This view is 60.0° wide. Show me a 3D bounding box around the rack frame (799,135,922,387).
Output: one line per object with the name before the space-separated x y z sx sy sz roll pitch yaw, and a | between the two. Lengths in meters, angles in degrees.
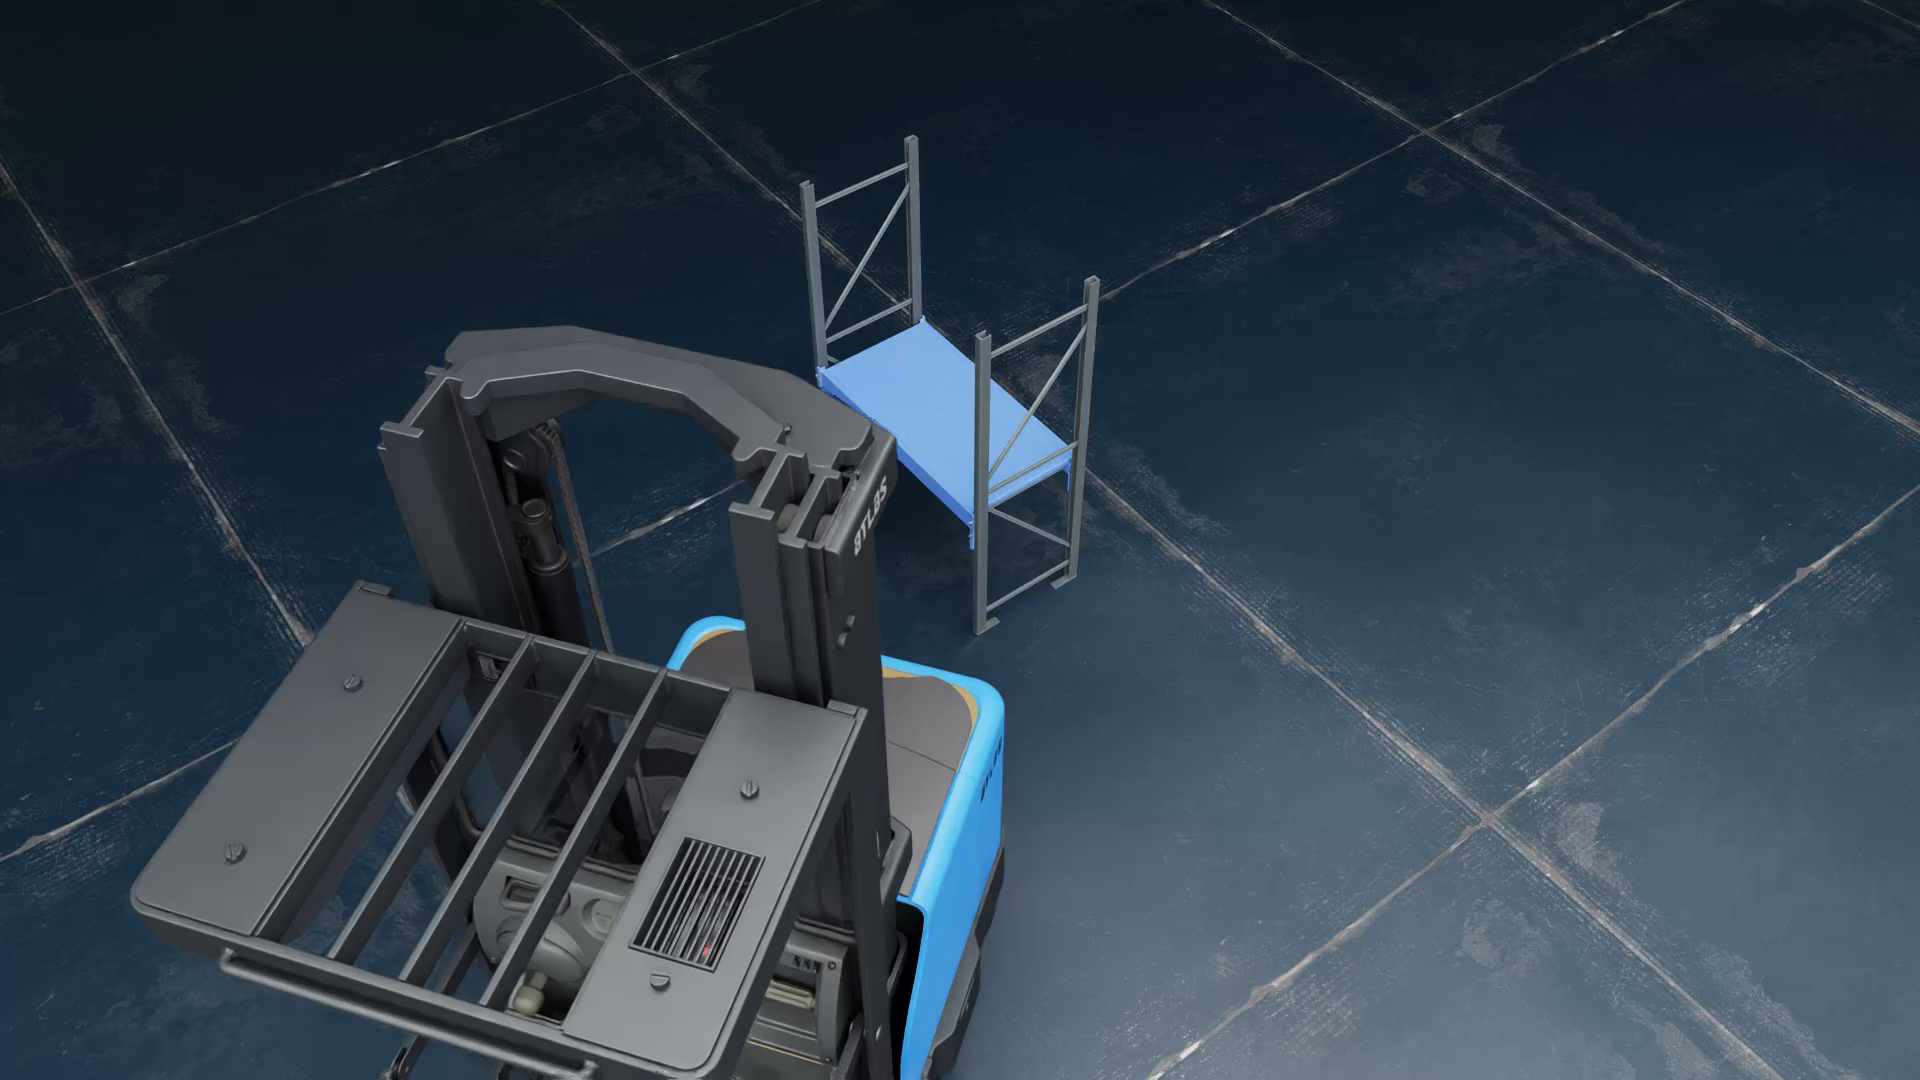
rack frame | -0.359 -0.854 6.511 0.500 1.500 0.032 -29 54 -24

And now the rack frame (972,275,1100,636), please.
rack frame | 0.256 -0.254 5.967 0.500 1.500 0.032 -29 54 -24

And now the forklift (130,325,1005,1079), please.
forklift | -0.778 1.102 3.771 1.130 2.935 3.031 13 49 12

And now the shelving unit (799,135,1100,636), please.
shelving unit | -0.052 -0.554 6.239 0.538 1.500 1.048 -29 54 -24

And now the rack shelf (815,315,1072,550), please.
rack shelf | -0.052 -0.433 6.372 0.538 0.185 1.000 -29 54 -24
